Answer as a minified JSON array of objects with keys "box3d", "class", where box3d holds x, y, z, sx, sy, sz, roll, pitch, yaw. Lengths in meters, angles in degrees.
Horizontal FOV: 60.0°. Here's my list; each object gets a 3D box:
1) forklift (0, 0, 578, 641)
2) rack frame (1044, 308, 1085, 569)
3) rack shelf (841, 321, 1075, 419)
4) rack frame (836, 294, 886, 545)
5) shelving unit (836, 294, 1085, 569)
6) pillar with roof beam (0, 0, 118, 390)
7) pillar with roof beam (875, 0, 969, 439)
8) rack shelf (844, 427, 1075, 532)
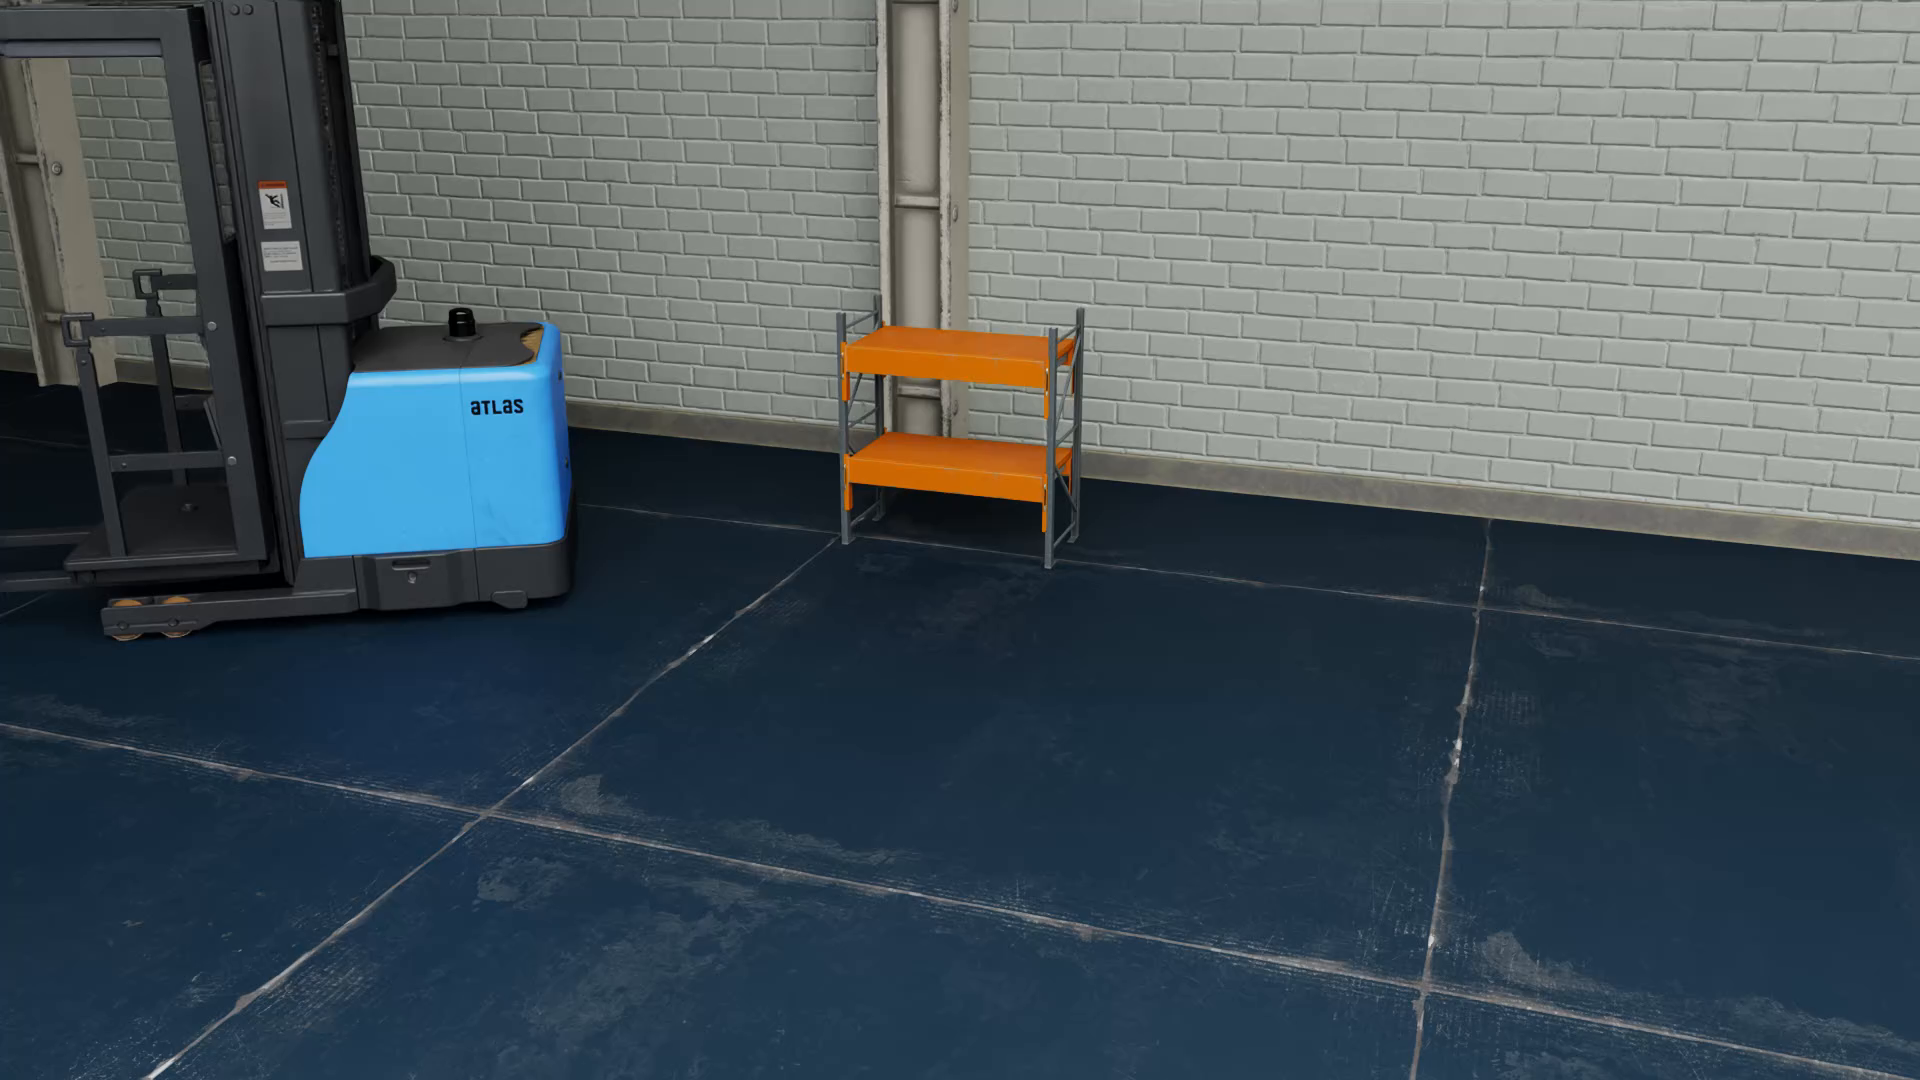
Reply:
[{"box3d":[-3.262,-1.155,6.937,3.031,2.935,1.130,-3,20,-10],"class":"forklift"},{"box3d":[0.487,-0.476,7.731,0.032,1.125,0.500,7,20,18],"class":"rack frame"},{"box3d":[0.006,-0.807,7.793,1.000,0.278,0.538,7,20,18],"class":"rack shelf"},{"box3d":[-0.474,-0.585,8.047,0.032,1.125,0.500,7,20,18],"class":"rack frame"},{"box3d":[0.006,-0.530,7.889,1.048,1.125,0.538,7,20,18],"class":"shelving unit"},{"box3d":[-7.270,-3.955,5.752,0.400,9.000,9.100,7,20,18],"class":"pillar with roof beam"},{"box3d":[-1.602,-3.307,3.892,0.400,9.000,9.100,7,20,18],"class":"pillar with roof beam"},{"box3d":[0.006,-0.300,7.969,1.000,0.278,0.538,7,20,18],"class":"rack shelf"}]
